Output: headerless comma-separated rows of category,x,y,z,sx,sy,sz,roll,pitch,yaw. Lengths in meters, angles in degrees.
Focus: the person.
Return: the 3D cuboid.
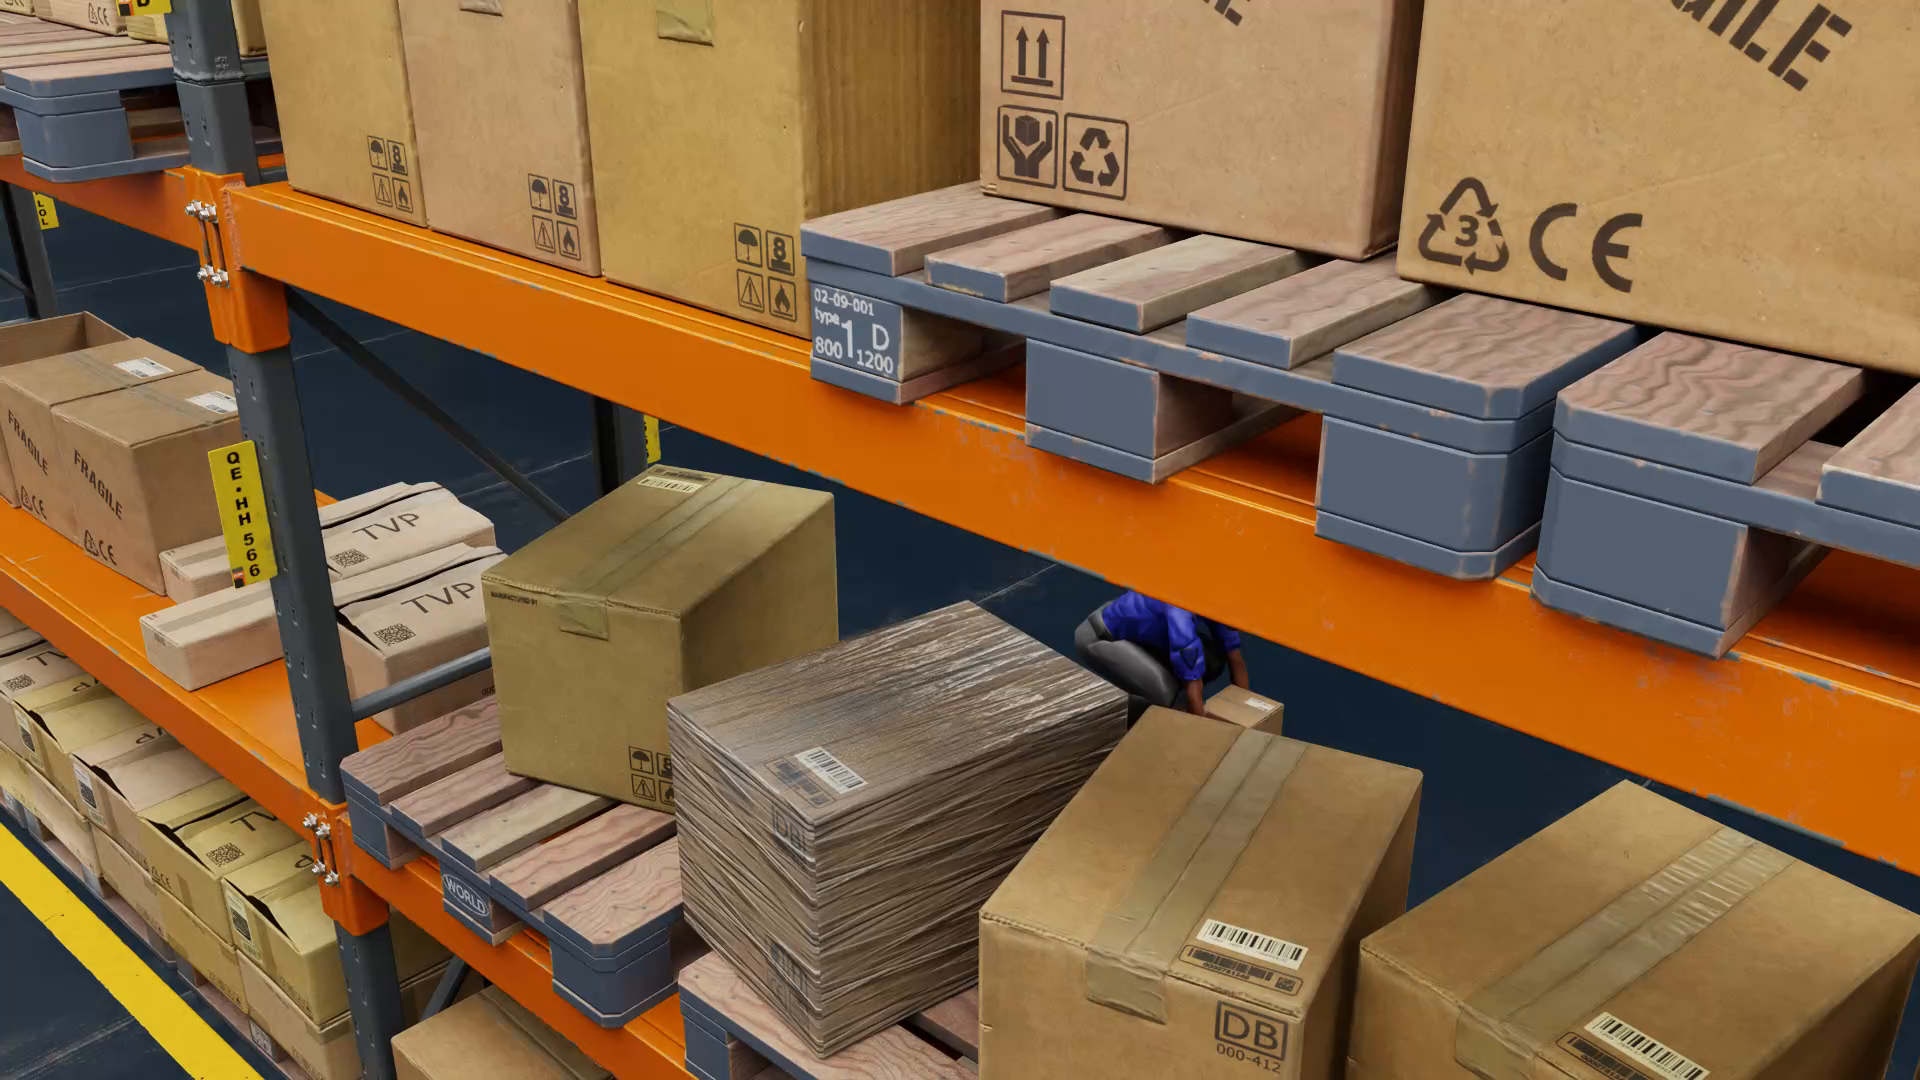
person,0.862,0.453,6.727,0.823,0.810,0.479,20,31,38
